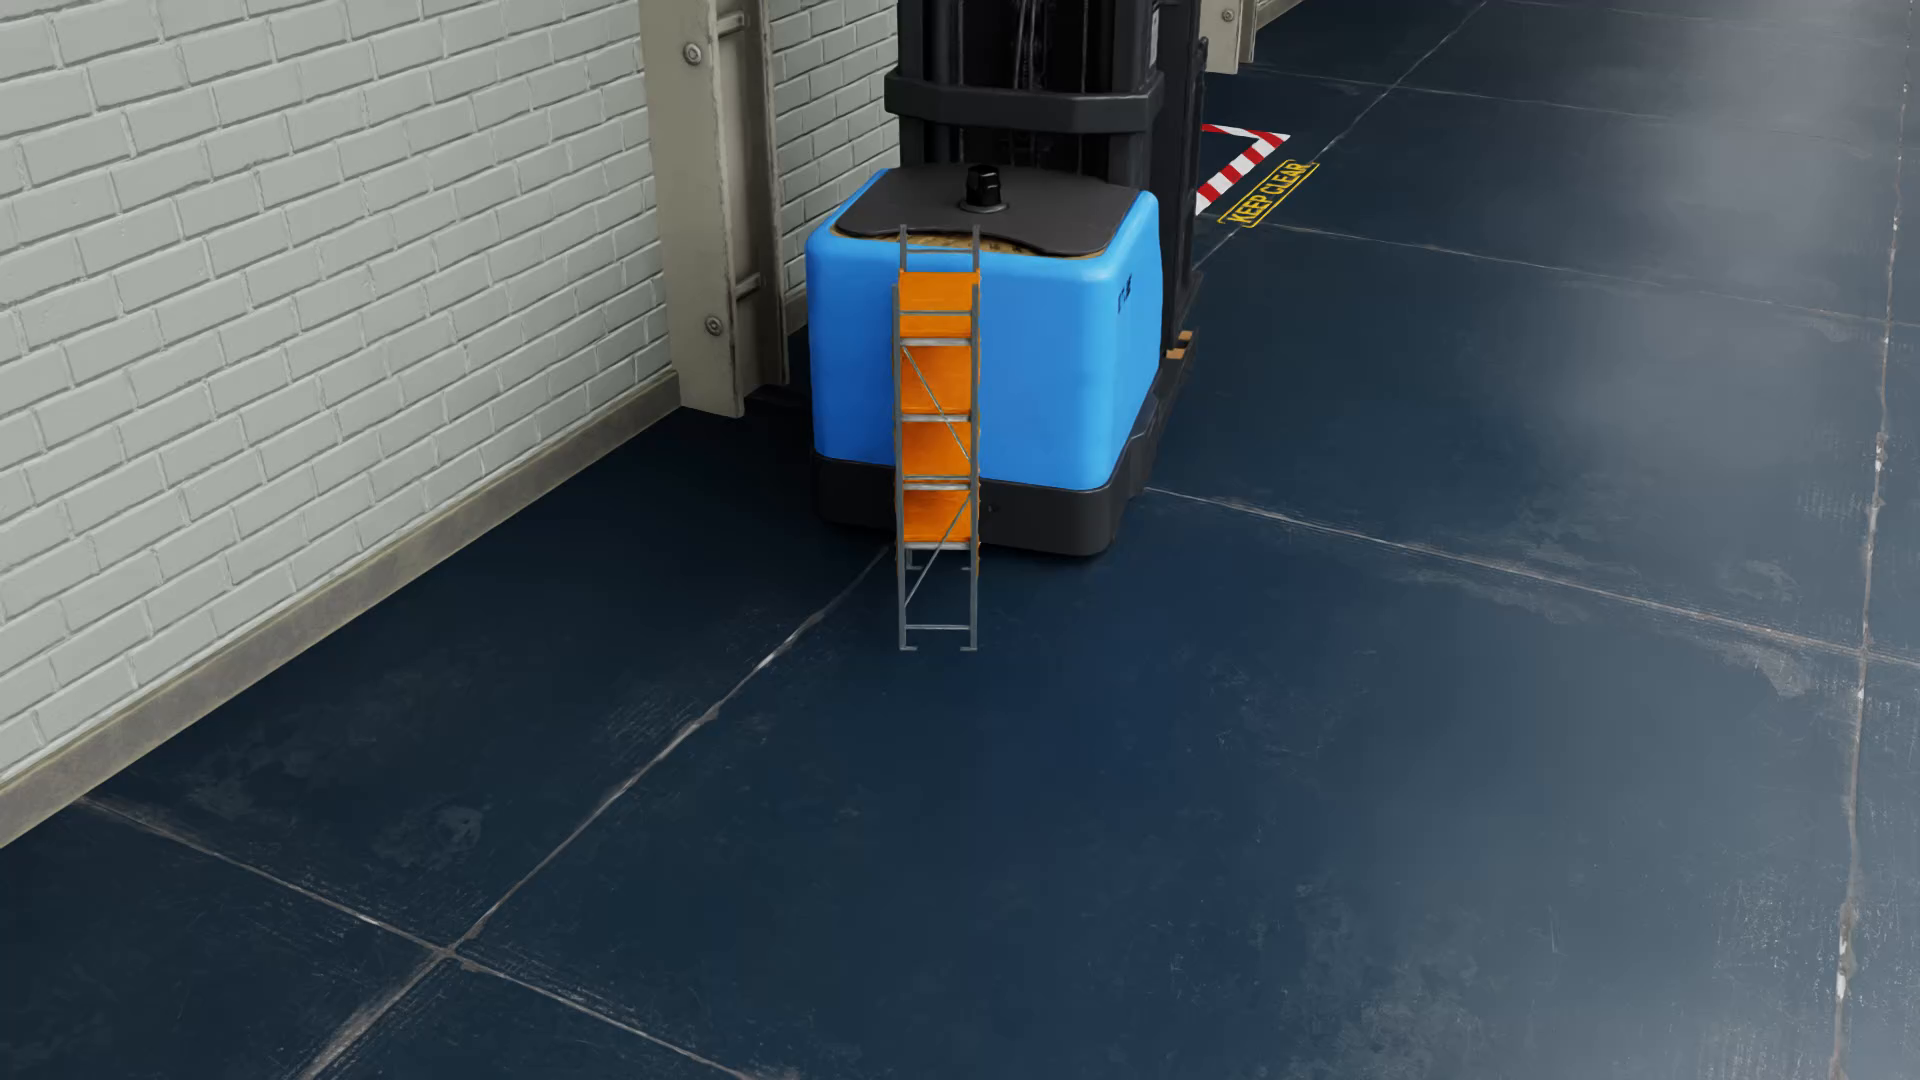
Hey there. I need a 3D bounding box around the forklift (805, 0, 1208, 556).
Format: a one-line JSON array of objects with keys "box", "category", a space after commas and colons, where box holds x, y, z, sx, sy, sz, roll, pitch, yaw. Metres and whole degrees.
[{"box": [0.379, -1.939, 6.183, 1.130, 2.935, 3.031, 8, 31, 14], "category": "forklift"}]

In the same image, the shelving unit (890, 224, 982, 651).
[{"box": [-0.065, -0.302, 5.071, 0.258, 1.200, 0.503, 0, 30, 1], "category": "shelving unit"}]

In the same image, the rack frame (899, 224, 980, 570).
[{"box": [-0.061, -0.423, 5.282, 0.240, 1.200, 0.015, 0, 30, 1], "category": "rack frame"}]

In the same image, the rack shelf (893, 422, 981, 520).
[{"box": [-0.065, -0.243, 5.104, 0.258, 0.148, 0.480, 0, 30, 1], "category": "rack shelf"}]

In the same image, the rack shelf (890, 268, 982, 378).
[{"box": [-0.065, -0.643, 4.875, 0.258, 0.148, 0.480, 0, 30, 1], "category": "rack shelf"}]

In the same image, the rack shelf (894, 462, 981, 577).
[{"box": [-0.065, -0.071, 5.203, 0.258, 0.148, 0.480, 0, 30, 1], "category": "rack shelf"}]

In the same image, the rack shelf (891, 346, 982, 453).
[{"box": [-0.065, -0.437, 4.993, 0.258, 0.148, 0.480, 0, 30, 1], "category": "rack shelf"}]

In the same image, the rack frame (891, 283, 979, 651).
[{"box": [-0.068, -0.180, 4.859, 0.240, 1.200, 0.015, 0, 30, 1], "category": "rack frame"}]

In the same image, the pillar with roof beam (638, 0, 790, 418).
[{"box": [2.906, -3.529, 2.858, 9.100, 9.000, 0.400, 14, 33, 23], "category": "pillar with roof beam"}]

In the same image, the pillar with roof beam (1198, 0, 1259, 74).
[{"box": [5.639, -6.188, 7.490, 9.100, 9.000, 0.400, 14, 33, 23], "category": "pillar with roof beam"}]
